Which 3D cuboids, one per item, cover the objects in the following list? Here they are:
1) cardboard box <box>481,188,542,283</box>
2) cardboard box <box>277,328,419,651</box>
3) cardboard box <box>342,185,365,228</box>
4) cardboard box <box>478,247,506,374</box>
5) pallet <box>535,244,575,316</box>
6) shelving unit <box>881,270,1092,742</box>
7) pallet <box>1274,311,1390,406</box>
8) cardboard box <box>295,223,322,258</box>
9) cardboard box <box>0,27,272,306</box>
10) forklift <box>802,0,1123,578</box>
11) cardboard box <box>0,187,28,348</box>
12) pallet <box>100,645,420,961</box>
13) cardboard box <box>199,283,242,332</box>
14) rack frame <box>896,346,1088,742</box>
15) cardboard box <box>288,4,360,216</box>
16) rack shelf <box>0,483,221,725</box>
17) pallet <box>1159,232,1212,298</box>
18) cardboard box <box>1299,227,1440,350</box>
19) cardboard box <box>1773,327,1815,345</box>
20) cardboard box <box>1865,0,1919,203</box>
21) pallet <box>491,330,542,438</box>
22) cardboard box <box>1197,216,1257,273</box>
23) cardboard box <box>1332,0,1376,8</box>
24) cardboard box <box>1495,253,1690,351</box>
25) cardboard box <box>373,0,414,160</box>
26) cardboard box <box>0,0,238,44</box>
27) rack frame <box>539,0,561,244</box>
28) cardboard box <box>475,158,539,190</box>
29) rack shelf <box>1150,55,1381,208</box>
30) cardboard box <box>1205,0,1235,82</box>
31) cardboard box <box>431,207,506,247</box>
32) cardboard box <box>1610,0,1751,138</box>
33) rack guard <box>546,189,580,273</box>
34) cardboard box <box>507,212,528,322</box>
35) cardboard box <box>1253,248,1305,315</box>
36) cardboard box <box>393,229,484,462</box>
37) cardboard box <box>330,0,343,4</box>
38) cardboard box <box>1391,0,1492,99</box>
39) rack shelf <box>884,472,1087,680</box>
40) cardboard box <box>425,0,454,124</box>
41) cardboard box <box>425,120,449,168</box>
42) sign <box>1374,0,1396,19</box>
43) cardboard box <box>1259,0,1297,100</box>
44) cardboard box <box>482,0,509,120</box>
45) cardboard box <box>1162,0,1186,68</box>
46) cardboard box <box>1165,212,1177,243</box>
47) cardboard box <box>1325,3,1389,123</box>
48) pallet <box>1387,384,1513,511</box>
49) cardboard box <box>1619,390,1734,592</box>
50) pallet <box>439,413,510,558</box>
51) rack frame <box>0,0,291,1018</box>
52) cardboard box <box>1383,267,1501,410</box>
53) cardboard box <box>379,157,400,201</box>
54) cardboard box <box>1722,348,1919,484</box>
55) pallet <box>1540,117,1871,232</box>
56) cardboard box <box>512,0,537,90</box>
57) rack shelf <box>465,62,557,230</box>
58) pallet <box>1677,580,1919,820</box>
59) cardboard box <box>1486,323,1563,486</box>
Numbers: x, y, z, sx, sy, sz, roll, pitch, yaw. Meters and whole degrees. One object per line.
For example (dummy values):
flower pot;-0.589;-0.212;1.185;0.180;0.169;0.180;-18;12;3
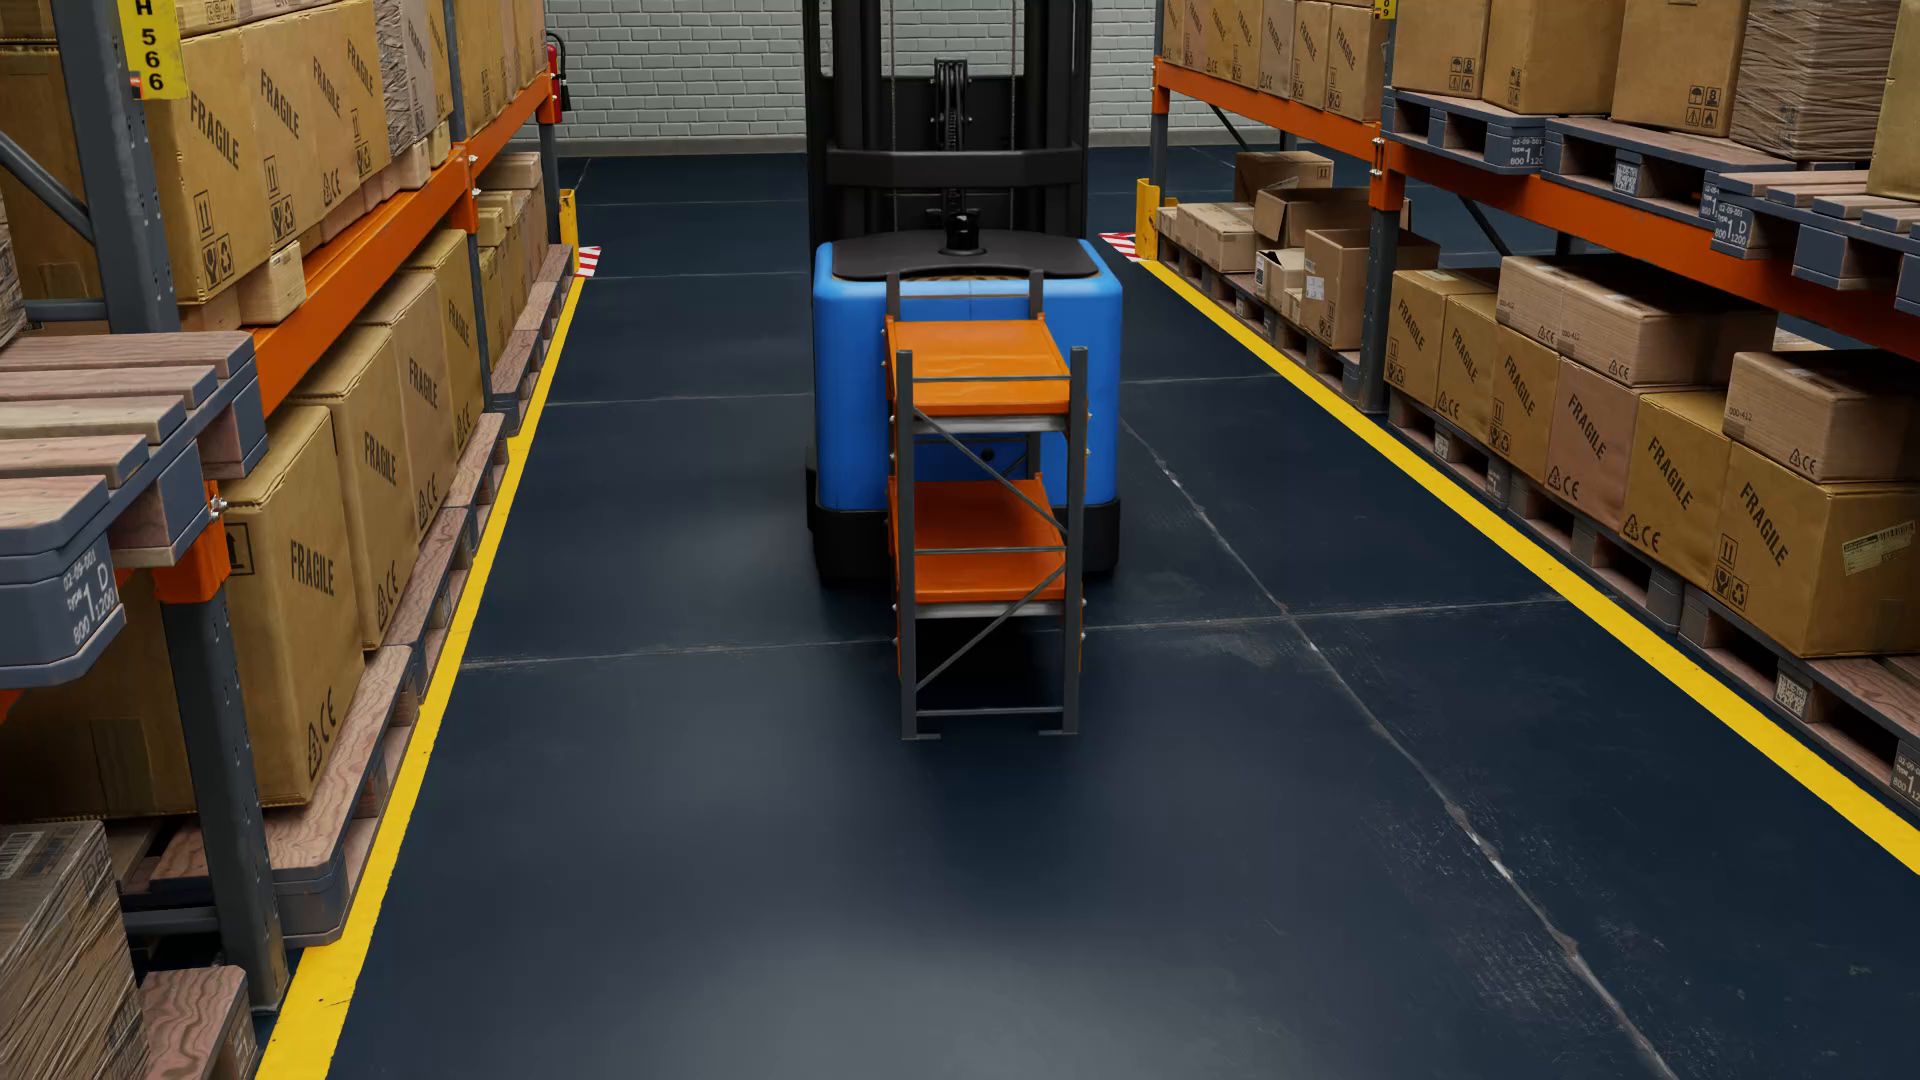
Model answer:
cardboard box;-2.831;-1.780;9.668;0.700;0.500;0.500;-3;21;-8
cardboard box;-2.046;-0.150;4.802;0.750;0.750;0.750;-3;21;-8
cardboard box;-2.031;-1.034;5.029;0.380;0.149;0.250;-2;21;-6
cardboard box;-2.533;-1.070;7.766;0.700;0.500;0.500;-3;21;-7
pallet;-2.910;-1.586;10.161;1.003;0.211;1.213;-3;21;-8
shelving unit;0.050;-0.147;5.002;0.538;1.125;1.048;-1;21;-4
pallet;2.277;-0.963;8.492;1.003;0.211;1.213;-3;21;-8
cardboard box;-1.981;-0.857;4.553;0.380;0.149;0.250;-3;21;-7
cardboard box;-1.766;-0.772;3.399;0.500;0.500;0.500;-2;21;-6
forklift;-0.065;-1.715;6.619;1.130;2.935;3.031;-1;21;-4
cardboard box;-1.872;-0.486;2.458;0.700;0.500;0.500;-5;21;-14
pallet;-1.989;0.634;4.216;1.003;0.211;1.213;-3;21;-8
cardboard box;-1.795;-0.500;3.599;0.380;0.149;0.250;-3;21;-7
rack frame;0.084;0.031;4.527;0.500;1.125;0.032;-1;21;-4
cardboard box;-1.903;-1.126;4.346;0.500;0.500;0.500;-3;21;-8
rack shelf;-1.661;0.634;1.259;1.077;0.370;4.000;-3;21;-8
pallet;1.925;-1.807;10.754;1.003;0.211;1.213;-3;21;-8
cardboard box;2.012;-1.249;8.218;0.500;0.500;0.500;-3;21;-8
cardboard box;2.865;-0.565;6.385;0.500;0.500;0.500;-3;21;-7
cardboard box;2.750;-1.102;4.137;0.700;0.500;0.500;-10;23;-26
pallet;-2.558;-0.741;7.899;1.003;0.211;1.213;-3;21;-8
cardboard box;1.740;-1.785;10.010;0.500;0.250;0.500;-3;21;-8
cardboard box;2.046;-2.709;7.609;0.500;0.500;0.500;-3;21;-7
cardboard box;2.348;-0.892;6.188;0.500;0.250;0.500;-3;21;-8
cardboard box;-2.063;-1.478;5.290;0.500;0.500;0.500;-3;21;-8
cardboard box;-1.764;-1.122;3.265;0.500;0.250;0.500;-2;21;-6
rack frame;-3.103;-3.165;10.403;1.000;3.000;0.127;-3;21;-8
cardboard box;-2.666;-2.134;9.687;0.380;0.149;0.250;-2;21;-6
rack shelf;2.087;-2.387;9.348;1.077;0.370;4.000;-3;21;-8
cardboard box;1.751;-2.944;9.668;0.500;0.500;0.500;-3;21;-8
cardboard box;-2.401;-1.502;7.995;0.380;0.149;0.250;-2;21;-6
cardboard box;2.691;-1.666;5.647;0.700;0.500;0.500;-8;22;-21
rack guard;-3.106;-2.002;10.863;1.175;0.500;0.348;-3;21;-8
cardboard box;-2.673;-1.422;8.708;0.700;0.500;0.500;-2;21;-6
cardboard box;1.904;-1.420;8.946;0.500;0.311;0.500;-3;21;-8
cardboard box;-2.304;-0.751;6.413;0.750;0.750;0.750;-3;21;-7
cardboard box;-1.994;-1.648;4.672;0.500;0.250;0.500;-3;21;-9
cardboard box;2.222;-2.100;6.807;0.700;0.500;0.500;-10;23;-26
rack shelf;0.050;0.082;5.087;0.538;0.278;1.000;-1;21;-4
cardboard box;-2.210;-1.829;6.228;0.500;0.500;0.500;-3;21;-9
cardboard box;-2.137;-1.483;6.230;0.380;0.149;0.250;-3;21;-7
sign;1.839;-2.407;7.136;0.100;0.325;0.005;-3;21;-8
cardboard box;1.897;-2.594;8.733;0.500;0.500;0.500;-2;21;-7
cardboard box;-2.688;-2.362;7.825;0.980;0.700;0.700;-3;21;-9
cardboard box;1.602;-3.296;10.611;0.500;0.500;0.500;-2;21;-7
cardboard box;1.555;-2.046;10.828;0.380;0.166;0.250;-3;21;-8
cardboard box;2.049;-2.238;7.779;0.500;0.500;0.500;-3;21;-7
pallet;2.530;-0.445;7.107;1.003;0.211;1.213;-3;21;-8
cardboard box;2.510;-0.173;5.335;0.500;0.500;0.500;-4;21;-10
pallet;-2.340;-0.210;6.478;1.003;0.211;1.213;-3;21;-8
rack frame;-1.950;-0.395;2.987;1.000;3.000;0.127;-3;21;-8
cardboard box;2.204;-0.887;7.247;0.500;0.500;0.500;-4;21;-10
cardboard box;-2.079;-1.214;5.511;0.380;0.149;0.250;-3;21;-8
cardboard box;2.572;-0.364;4.776;0.500;0.250;0.500;-2;21;-6
pallet;2.667;-1.230;5.495;1.003;0.211;1.213;-3;21;-8
cardboard box;-2.903;-2.878;9.206;0.980;0.700;0.700;-3;21;-8
rack shelf;-2.814;-2.136;8.675;1.077;0.370;4.000;-3;21;-8
pallet;2.882;0.400;4.845;1.003;0.211;1.213;-3;21;-8
cardboard box;2.356;-0.529;6.289;0.500;0.500;0.500;-3;21;-7
